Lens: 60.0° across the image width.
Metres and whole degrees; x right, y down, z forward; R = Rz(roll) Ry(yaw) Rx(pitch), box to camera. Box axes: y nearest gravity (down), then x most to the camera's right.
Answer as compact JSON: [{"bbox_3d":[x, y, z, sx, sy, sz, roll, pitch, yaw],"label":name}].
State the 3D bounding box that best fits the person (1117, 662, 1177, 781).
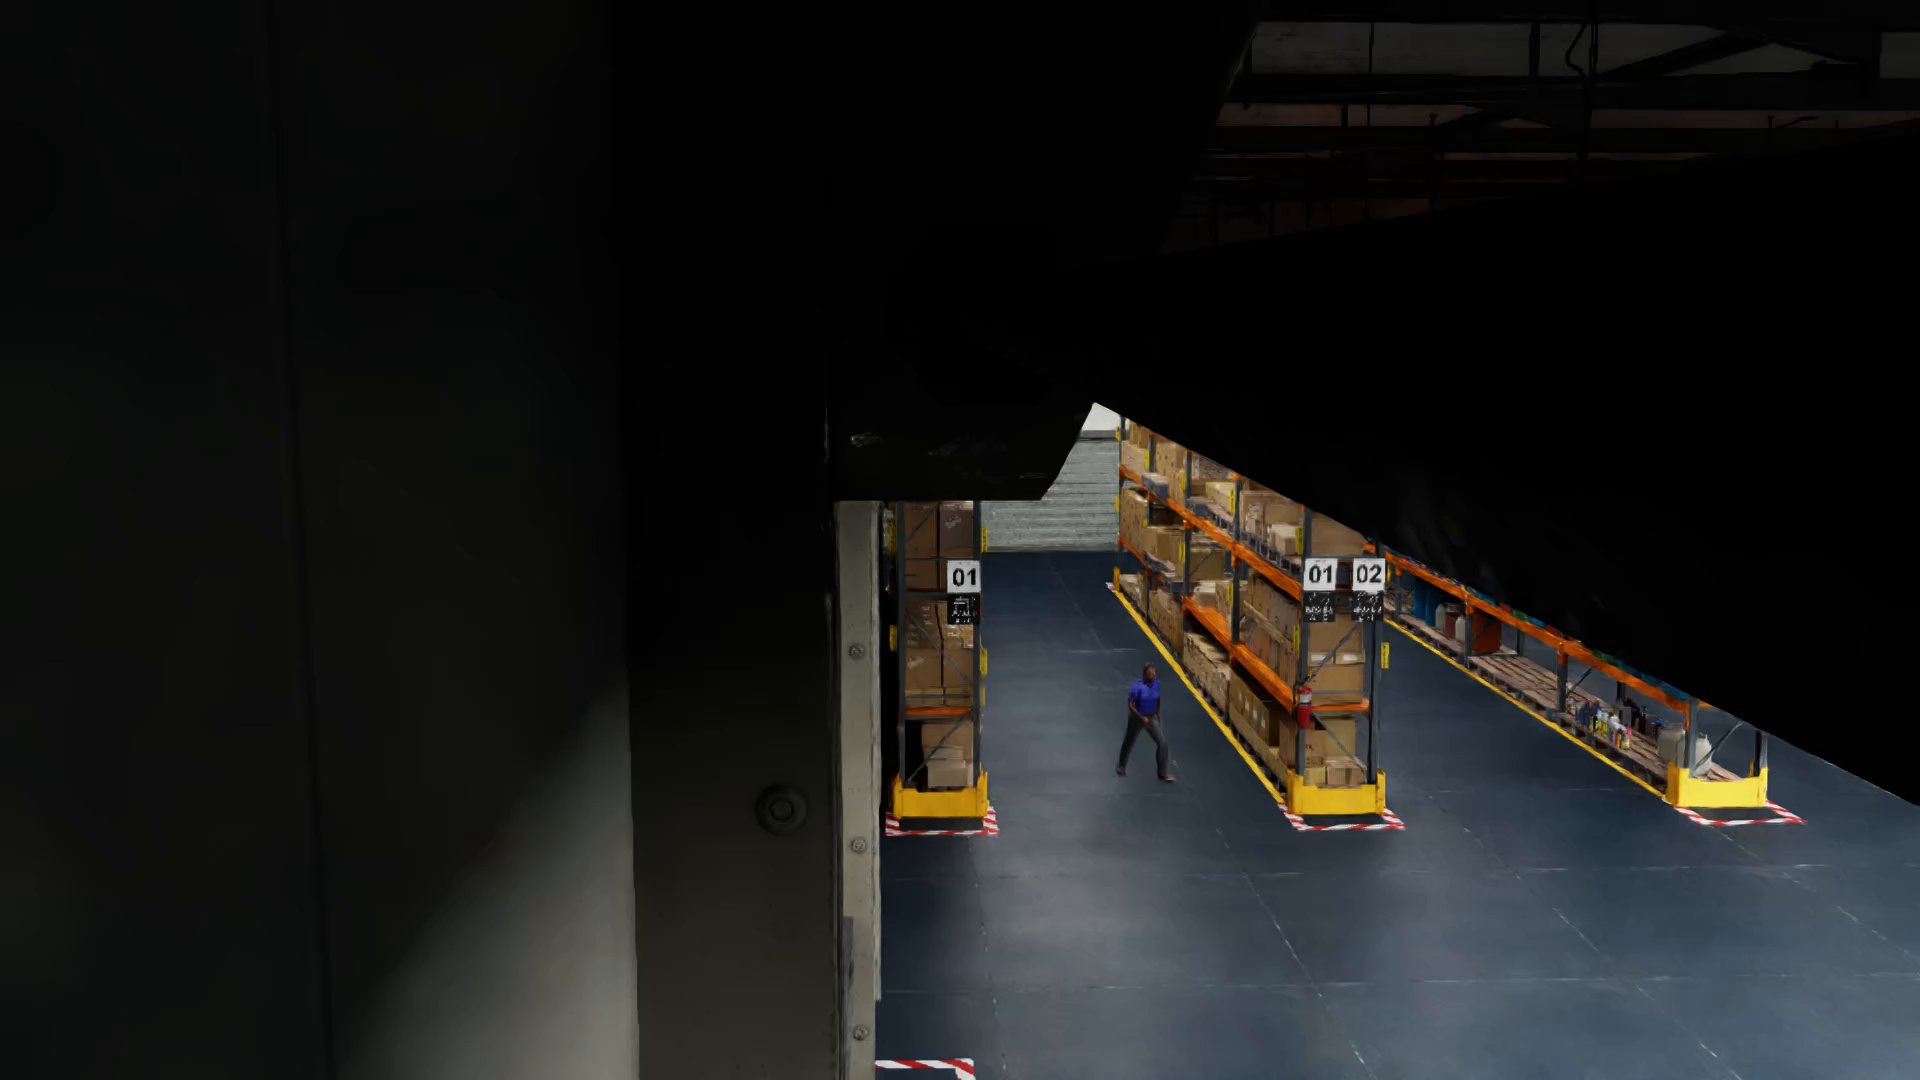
[{"bbox_3d":[2.453,2.372,22.080,0.613,1.588,0.827,-3,9,-20],"label":"person"}]
